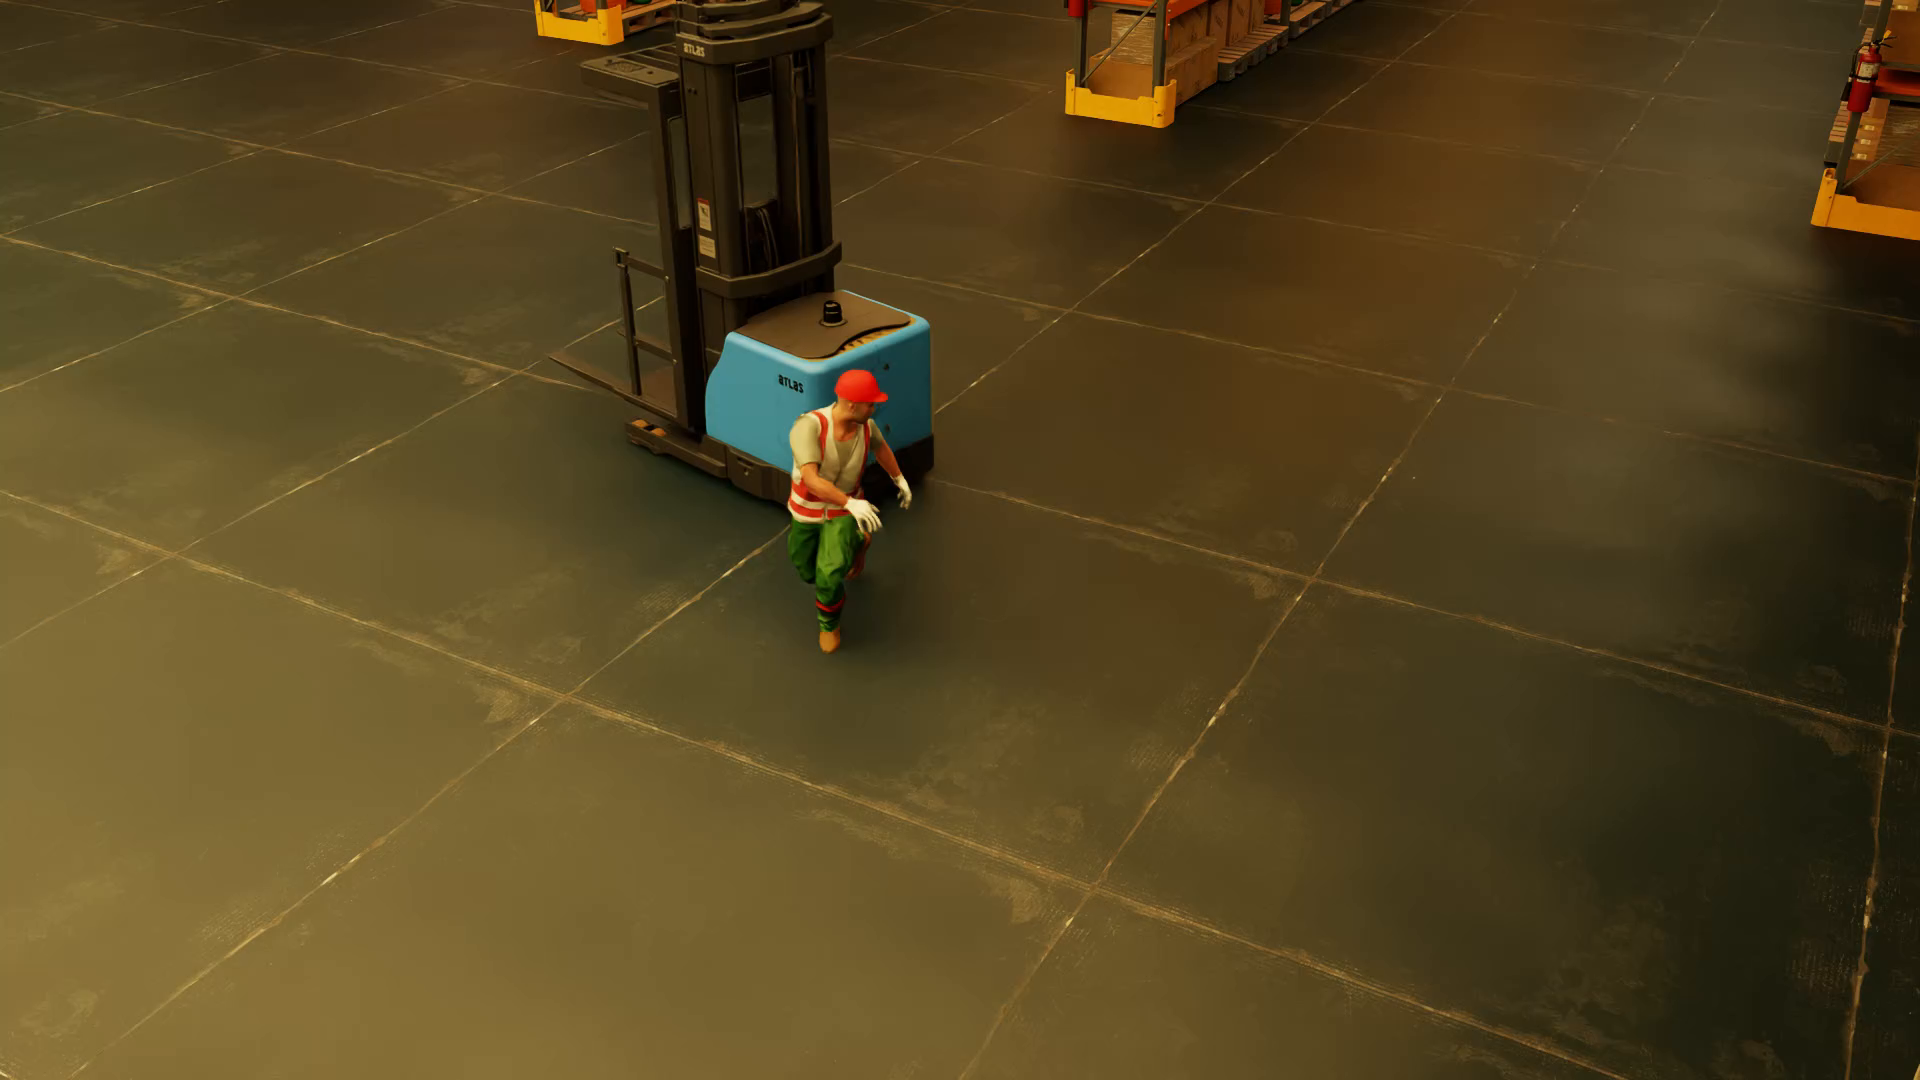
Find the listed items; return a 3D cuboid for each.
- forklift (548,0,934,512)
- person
[{"bbox_3d":[-1.595,-2.010,10.553,3.031,2.935,1.130,24,38,36],"label":"forklift"},{"bbox_3d":[-0.603,-0.223,8.902,0.663,1.548,0.931,0,30,0],"label":"person"}]
